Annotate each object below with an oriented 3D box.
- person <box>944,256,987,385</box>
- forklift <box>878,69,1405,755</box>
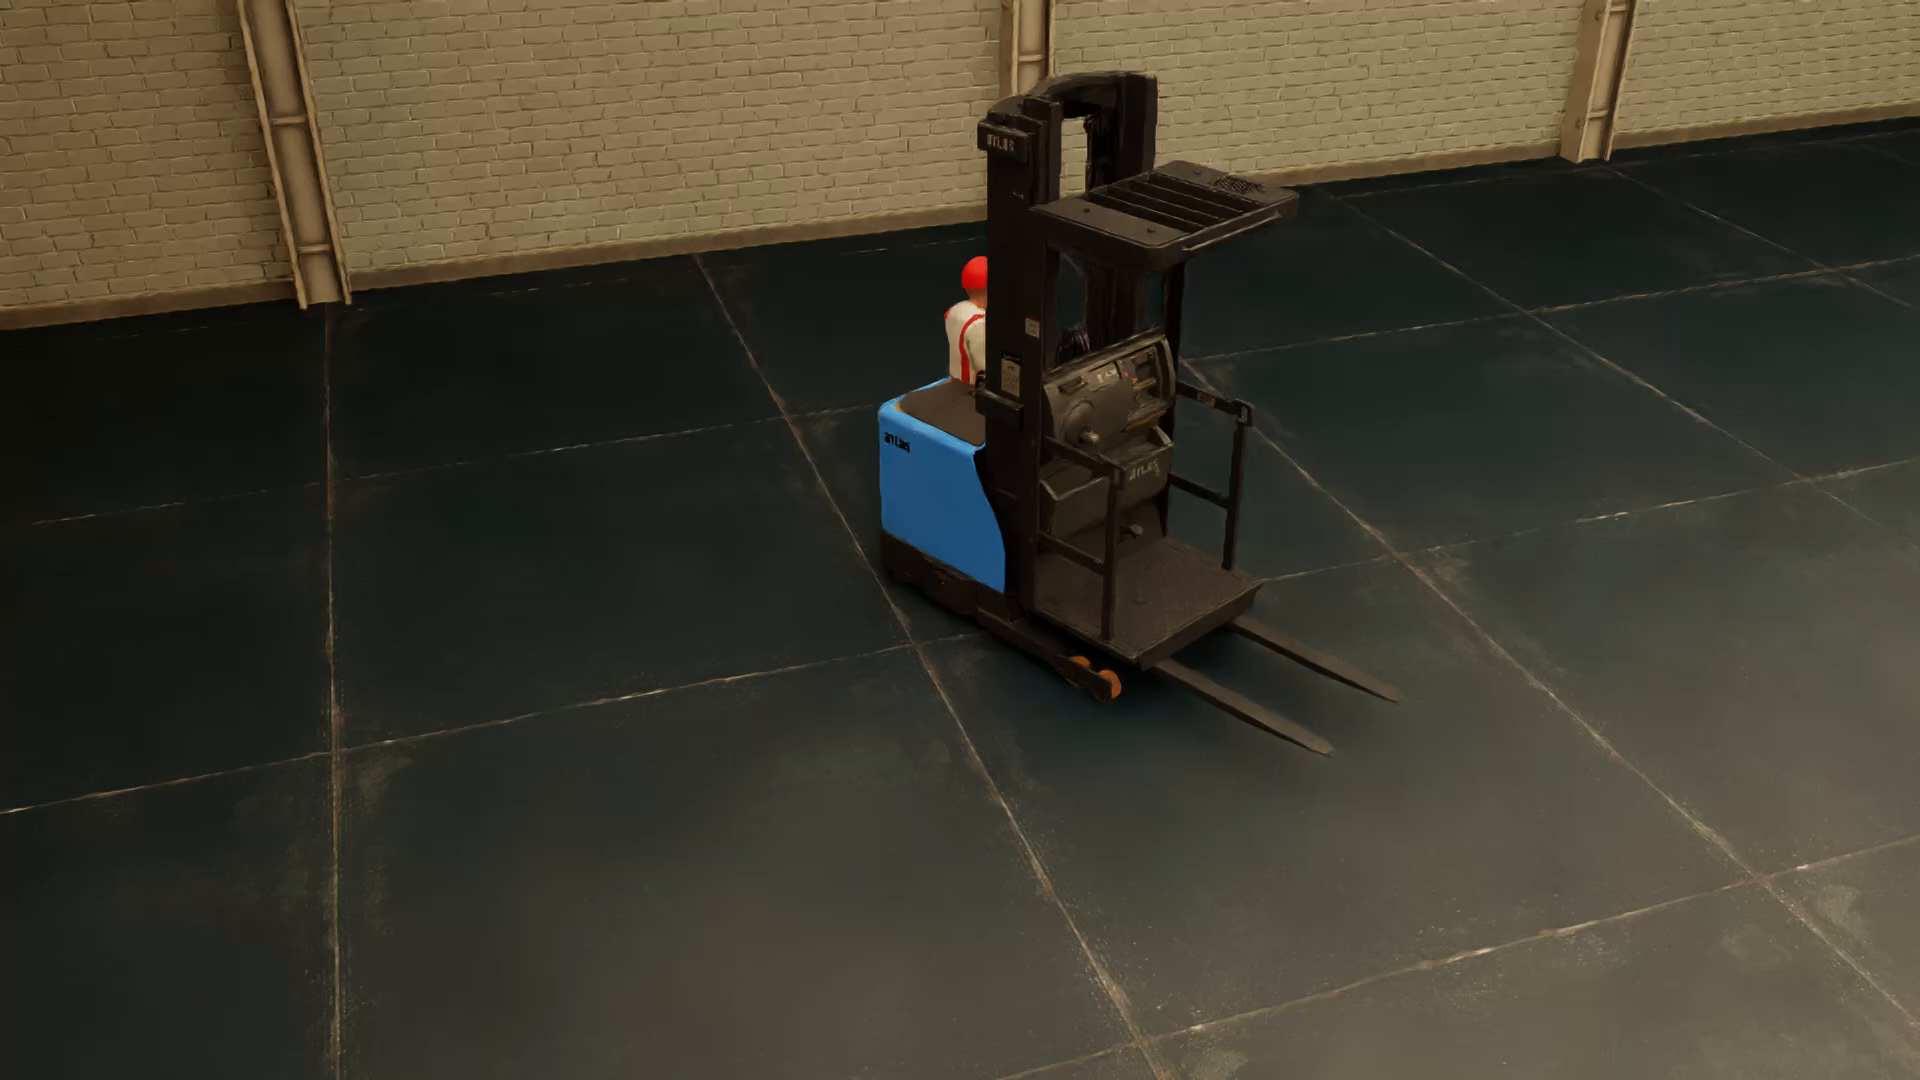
[{"bbox_3d":[0.198,-0.795,9.640,0.564,1.783,0.713,-12,32,-19],"label":"person"},{"bbox_3d":[0.916,-0.727,8.351,1.130,2.935,3.031,-26,39,-37],"label":"forklift"}]
